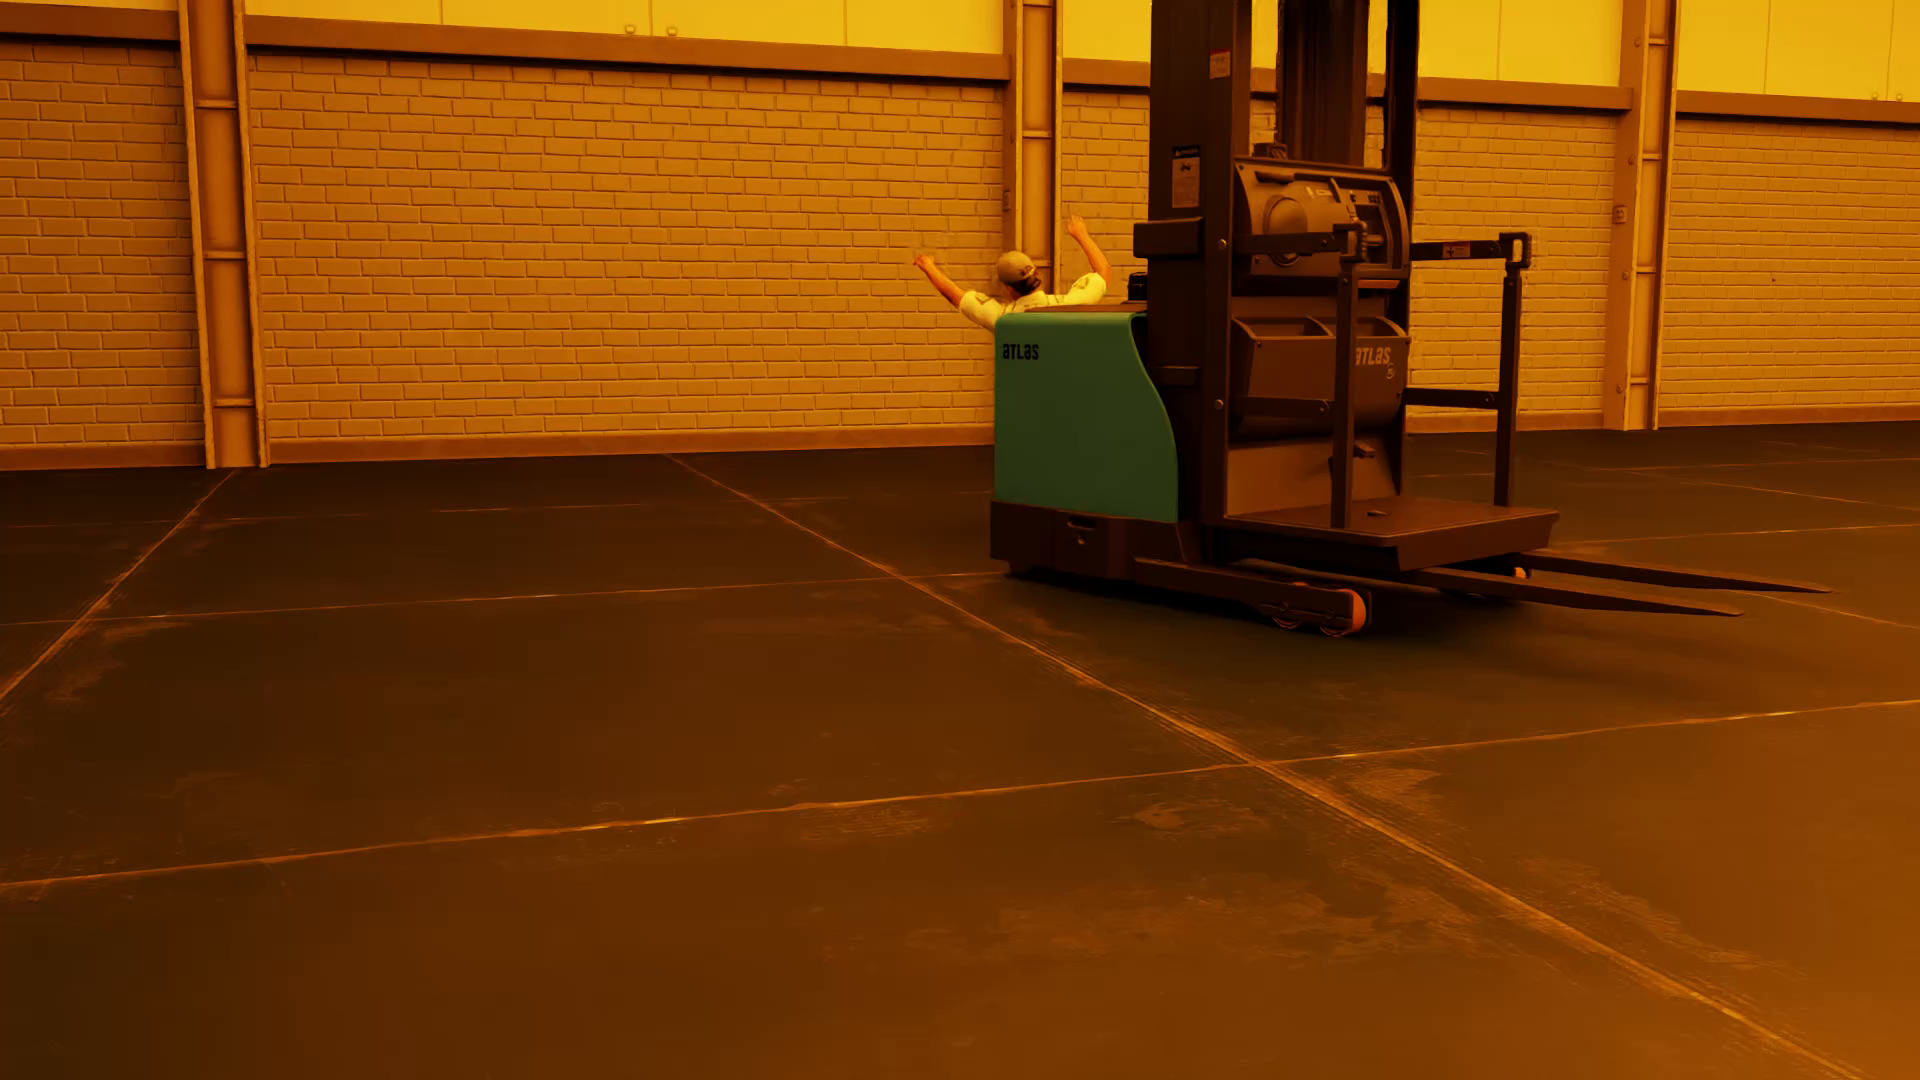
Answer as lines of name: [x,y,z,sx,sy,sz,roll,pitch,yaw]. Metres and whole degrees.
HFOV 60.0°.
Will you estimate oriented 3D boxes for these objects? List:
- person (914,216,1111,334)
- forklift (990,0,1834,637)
person: [0.292,-0.830,8.368,1.011,1.577,0.777,4,9,28]
forklift: [1.467,-1.204,5.900,1.130,2.935,3.031,-7,10,-40]
